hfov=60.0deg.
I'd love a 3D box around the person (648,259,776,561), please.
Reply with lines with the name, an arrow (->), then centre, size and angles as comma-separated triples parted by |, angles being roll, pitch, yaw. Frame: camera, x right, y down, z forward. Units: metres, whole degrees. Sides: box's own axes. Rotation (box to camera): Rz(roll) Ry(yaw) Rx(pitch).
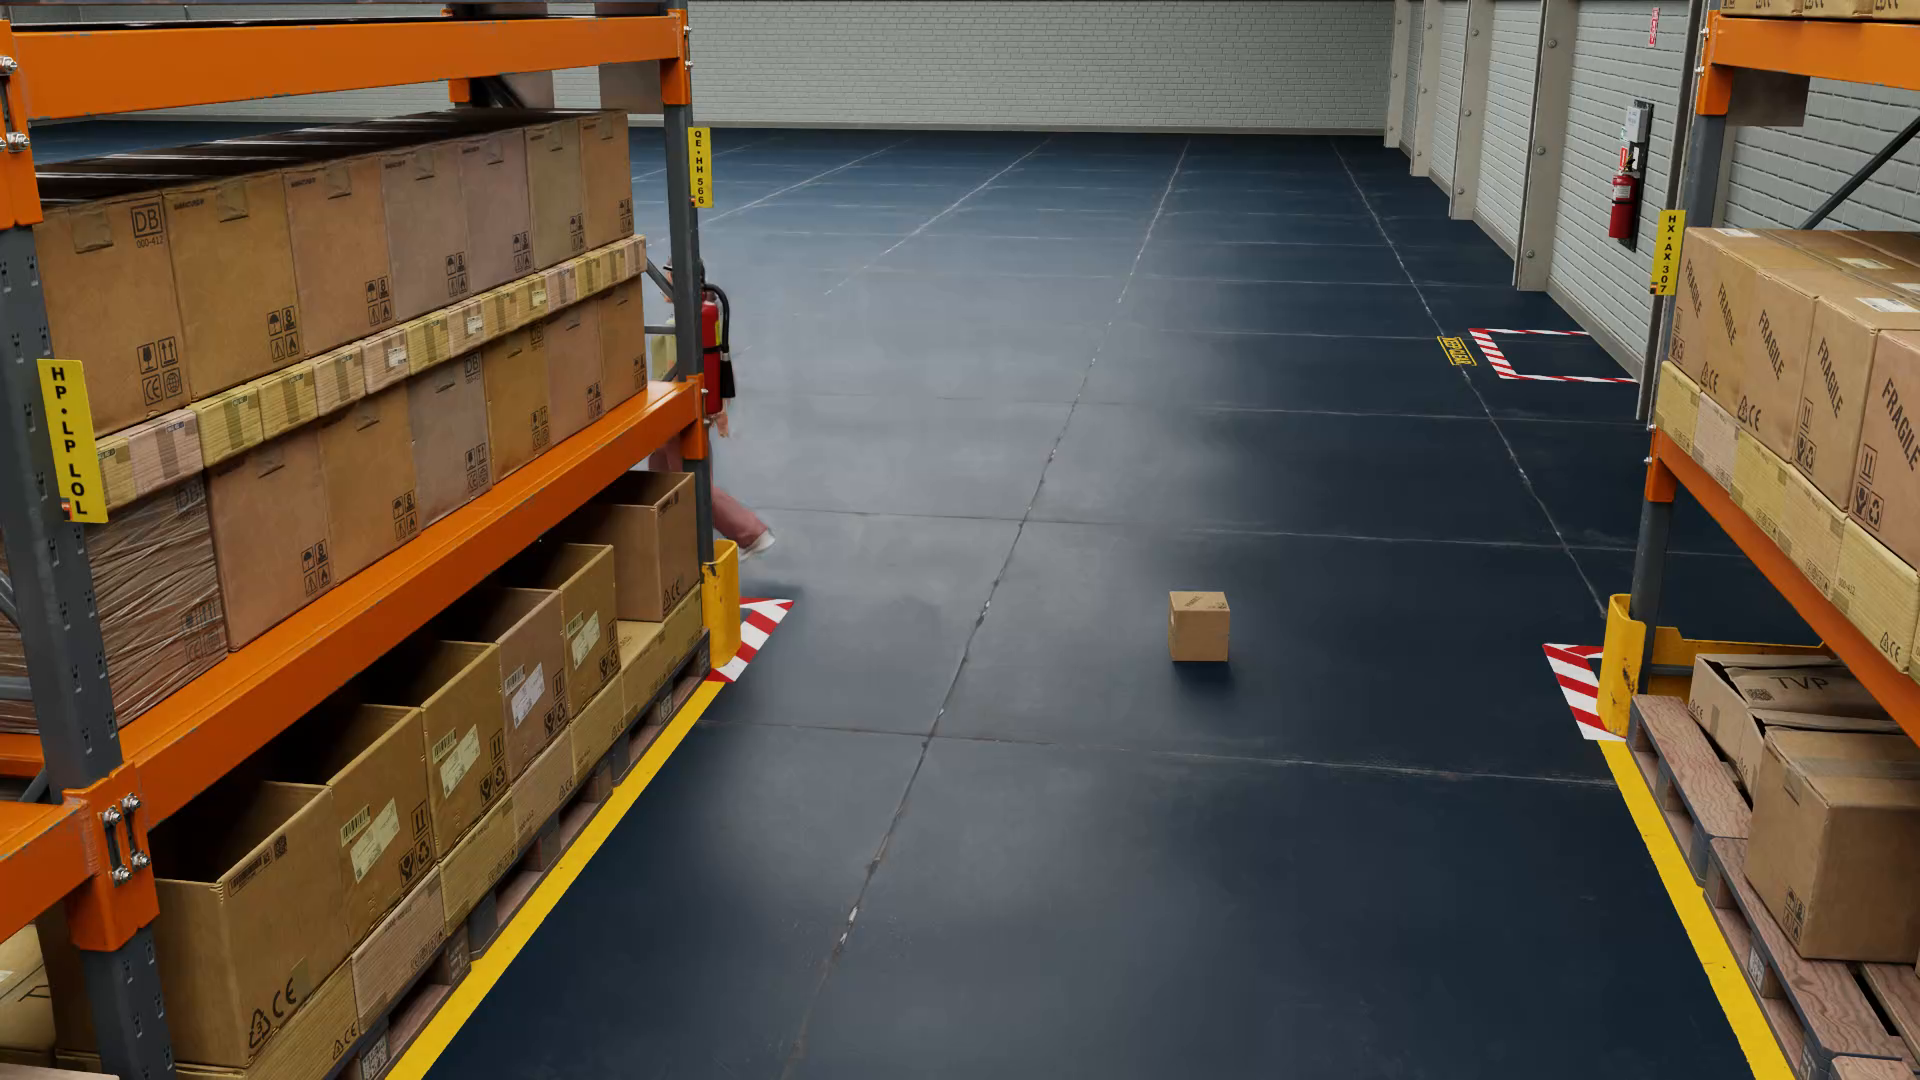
person -> -1.396, -0.639, 8.534 | 0.942, 1.630, 0.473 | 5, 19, 15
